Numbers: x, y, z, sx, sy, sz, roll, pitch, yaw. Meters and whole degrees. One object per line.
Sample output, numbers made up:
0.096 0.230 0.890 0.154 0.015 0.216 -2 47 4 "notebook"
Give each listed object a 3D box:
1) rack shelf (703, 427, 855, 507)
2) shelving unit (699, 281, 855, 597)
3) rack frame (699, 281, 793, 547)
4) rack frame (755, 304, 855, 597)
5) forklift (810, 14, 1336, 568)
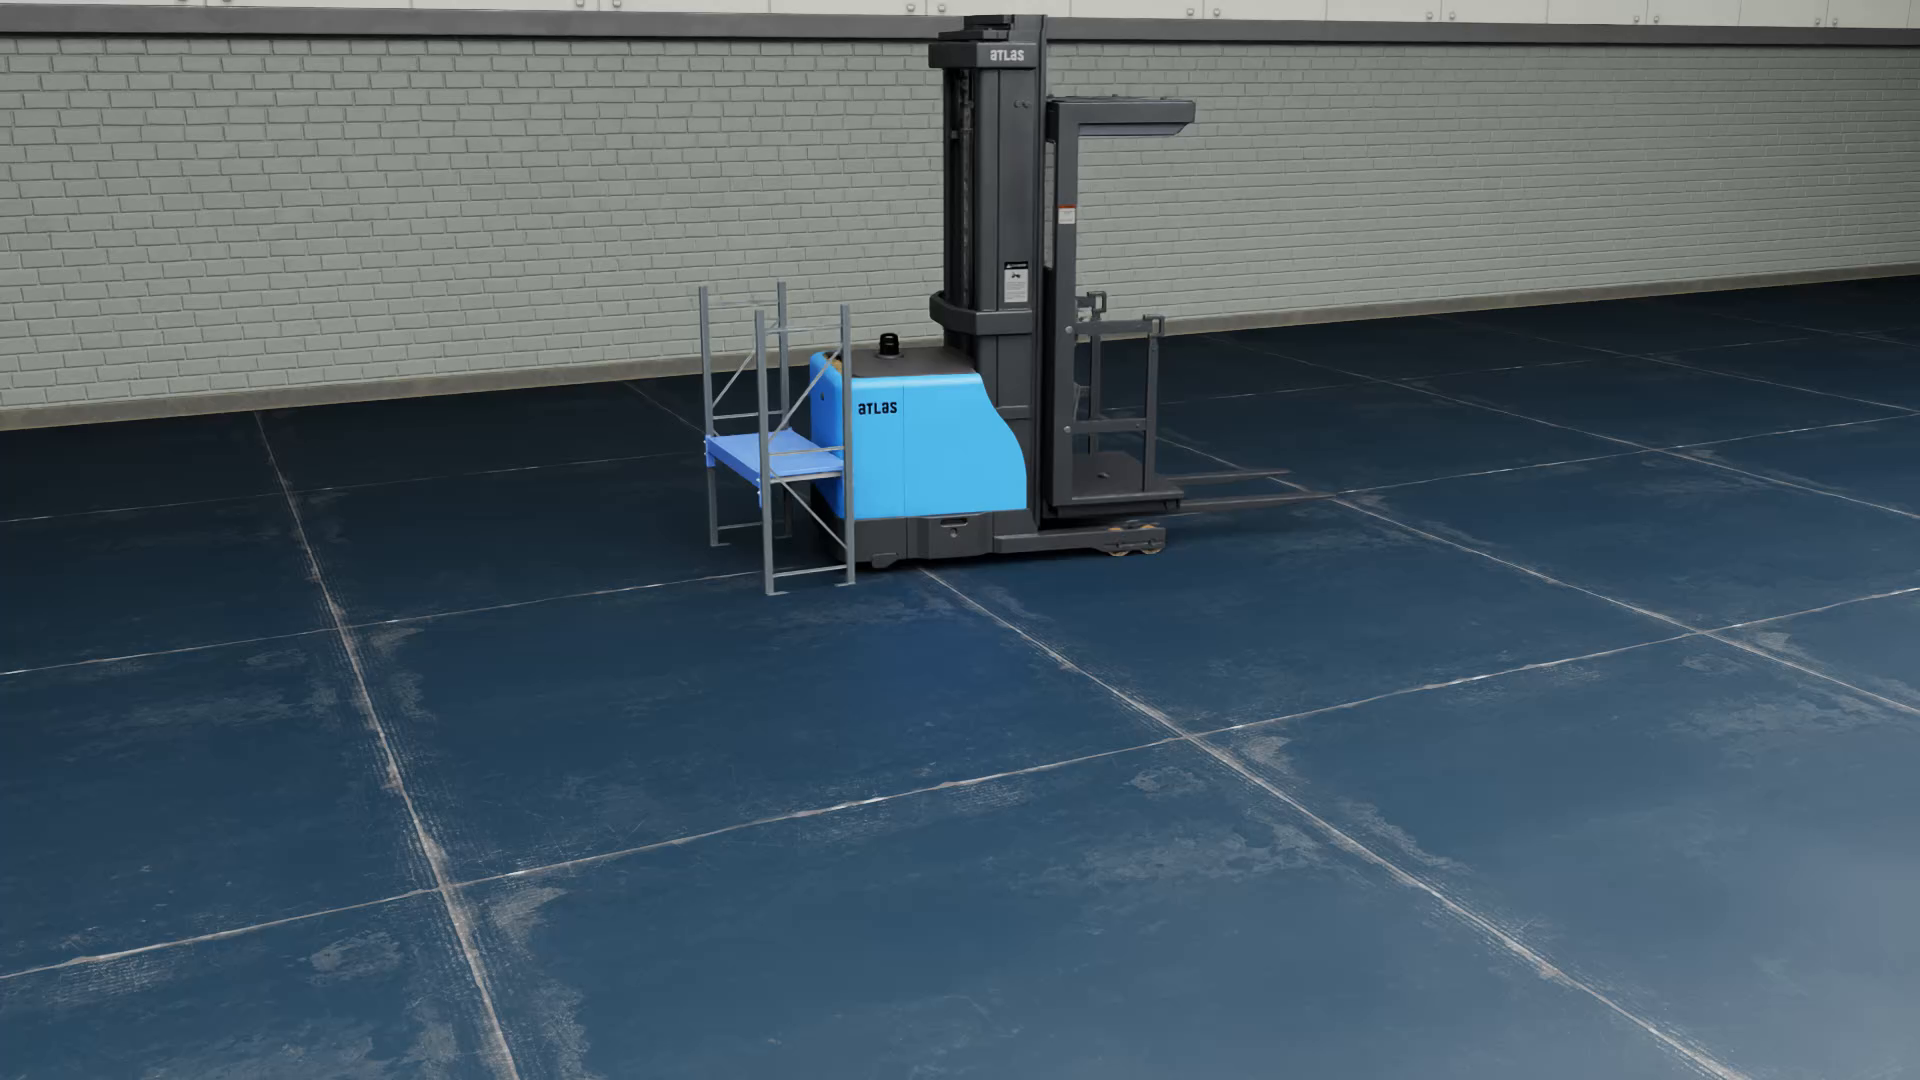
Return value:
-1.006 -0.411 9.117 0.538 0.185 1.000 -7 17 -23 "rack shelf"
-1.006 -0.584 9.067 0.538 1.500 1.048 -7 17 -23 "shelving unit"
-1.216 -0.712 9.512 0.500 1.500 0.032 -7 17 -23 "rack frame"
-0.795 -0.457 8.623 0.500 1.500 0.032 -7 17 -23 "rack frame"
0.687 -1.450 9.491 3.031 2.935 1.130 -4 16 -13 "forklift"
